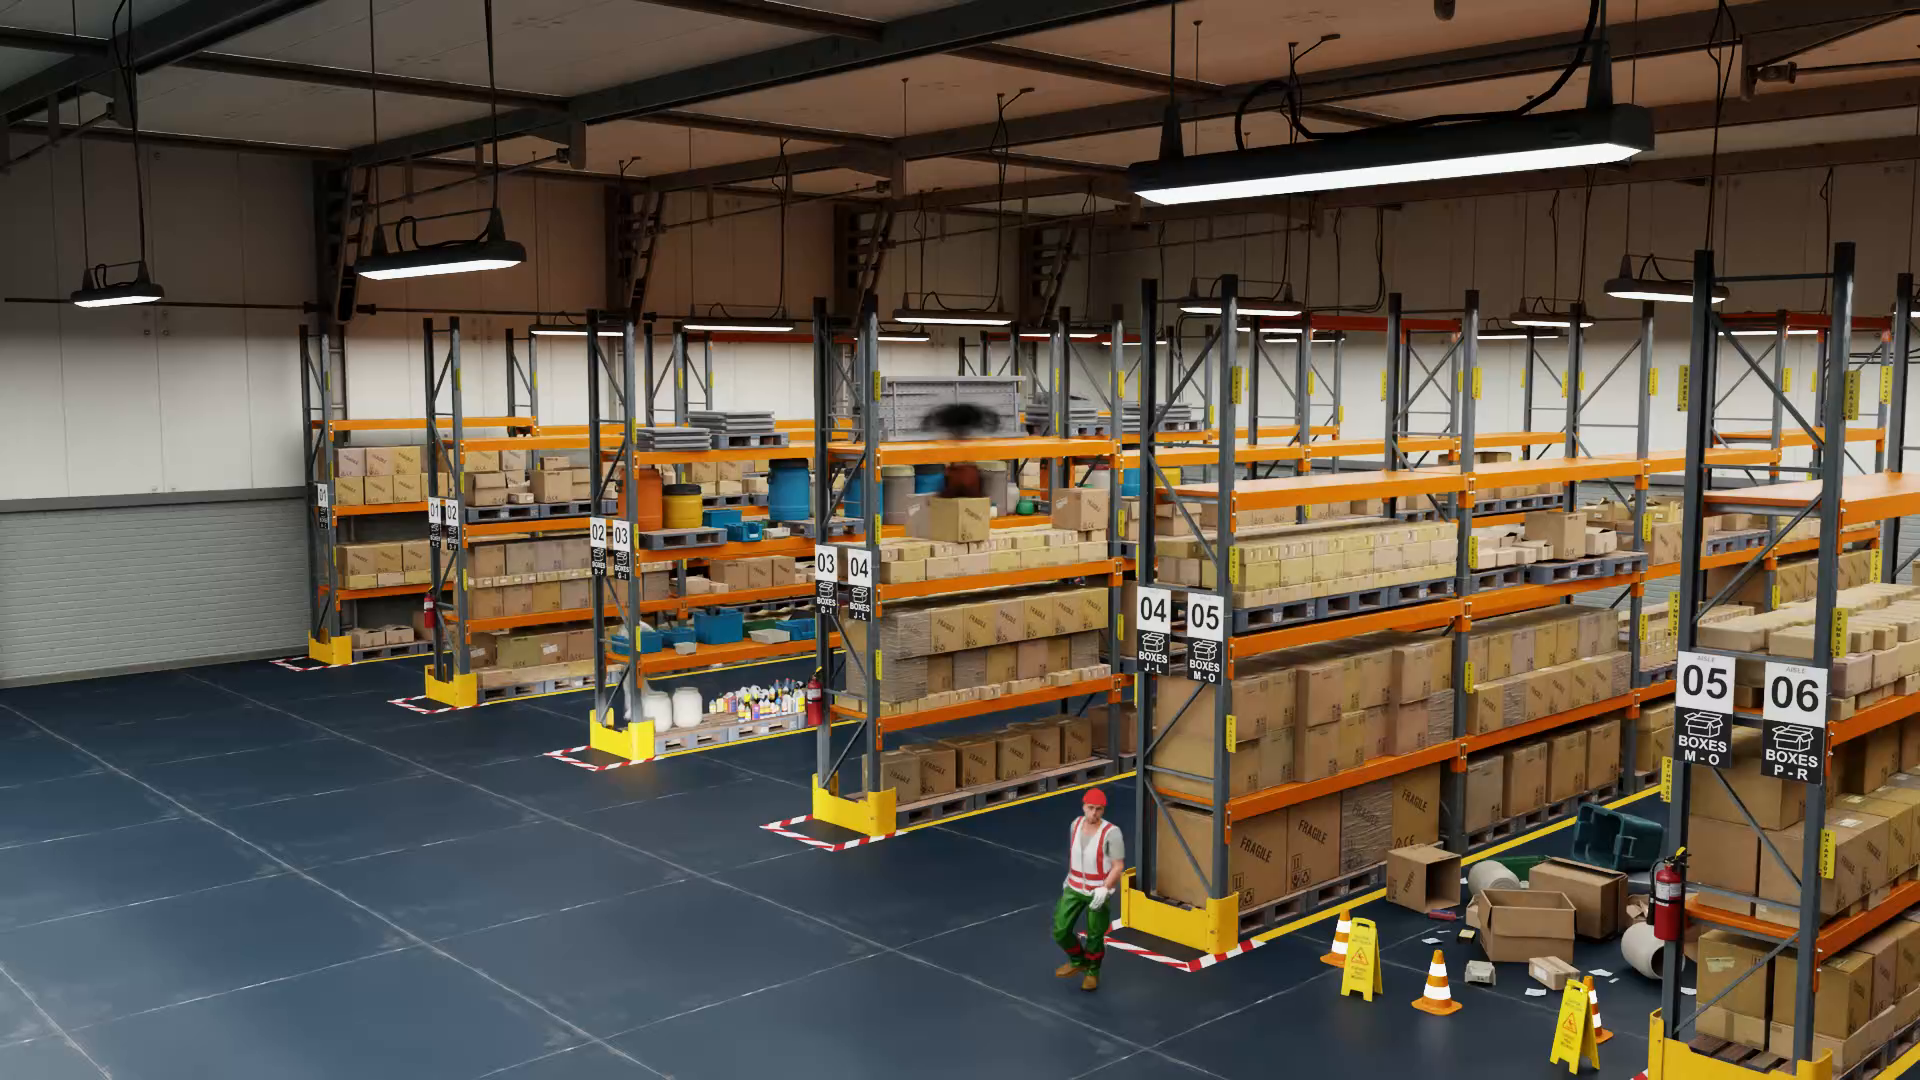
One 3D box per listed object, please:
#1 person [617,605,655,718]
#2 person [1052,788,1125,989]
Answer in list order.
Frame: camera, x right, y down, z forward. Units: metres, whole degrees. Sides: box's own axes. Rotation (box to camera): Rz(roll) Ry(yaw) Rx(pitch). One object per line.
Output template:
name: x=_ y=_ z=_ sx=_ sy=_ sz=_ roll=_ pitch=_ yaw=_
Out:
person: x=-4.898 y=1.811 z=25.021 sx=0.506 sy=1.713 sz=0.817 roll=5 pitch=8 yaw=43
person: x=1.054 y=2.899 z=13.718 sx=0.654 sy=1.755 sz=0.692 roll=3 pitch=7 yaw=28
